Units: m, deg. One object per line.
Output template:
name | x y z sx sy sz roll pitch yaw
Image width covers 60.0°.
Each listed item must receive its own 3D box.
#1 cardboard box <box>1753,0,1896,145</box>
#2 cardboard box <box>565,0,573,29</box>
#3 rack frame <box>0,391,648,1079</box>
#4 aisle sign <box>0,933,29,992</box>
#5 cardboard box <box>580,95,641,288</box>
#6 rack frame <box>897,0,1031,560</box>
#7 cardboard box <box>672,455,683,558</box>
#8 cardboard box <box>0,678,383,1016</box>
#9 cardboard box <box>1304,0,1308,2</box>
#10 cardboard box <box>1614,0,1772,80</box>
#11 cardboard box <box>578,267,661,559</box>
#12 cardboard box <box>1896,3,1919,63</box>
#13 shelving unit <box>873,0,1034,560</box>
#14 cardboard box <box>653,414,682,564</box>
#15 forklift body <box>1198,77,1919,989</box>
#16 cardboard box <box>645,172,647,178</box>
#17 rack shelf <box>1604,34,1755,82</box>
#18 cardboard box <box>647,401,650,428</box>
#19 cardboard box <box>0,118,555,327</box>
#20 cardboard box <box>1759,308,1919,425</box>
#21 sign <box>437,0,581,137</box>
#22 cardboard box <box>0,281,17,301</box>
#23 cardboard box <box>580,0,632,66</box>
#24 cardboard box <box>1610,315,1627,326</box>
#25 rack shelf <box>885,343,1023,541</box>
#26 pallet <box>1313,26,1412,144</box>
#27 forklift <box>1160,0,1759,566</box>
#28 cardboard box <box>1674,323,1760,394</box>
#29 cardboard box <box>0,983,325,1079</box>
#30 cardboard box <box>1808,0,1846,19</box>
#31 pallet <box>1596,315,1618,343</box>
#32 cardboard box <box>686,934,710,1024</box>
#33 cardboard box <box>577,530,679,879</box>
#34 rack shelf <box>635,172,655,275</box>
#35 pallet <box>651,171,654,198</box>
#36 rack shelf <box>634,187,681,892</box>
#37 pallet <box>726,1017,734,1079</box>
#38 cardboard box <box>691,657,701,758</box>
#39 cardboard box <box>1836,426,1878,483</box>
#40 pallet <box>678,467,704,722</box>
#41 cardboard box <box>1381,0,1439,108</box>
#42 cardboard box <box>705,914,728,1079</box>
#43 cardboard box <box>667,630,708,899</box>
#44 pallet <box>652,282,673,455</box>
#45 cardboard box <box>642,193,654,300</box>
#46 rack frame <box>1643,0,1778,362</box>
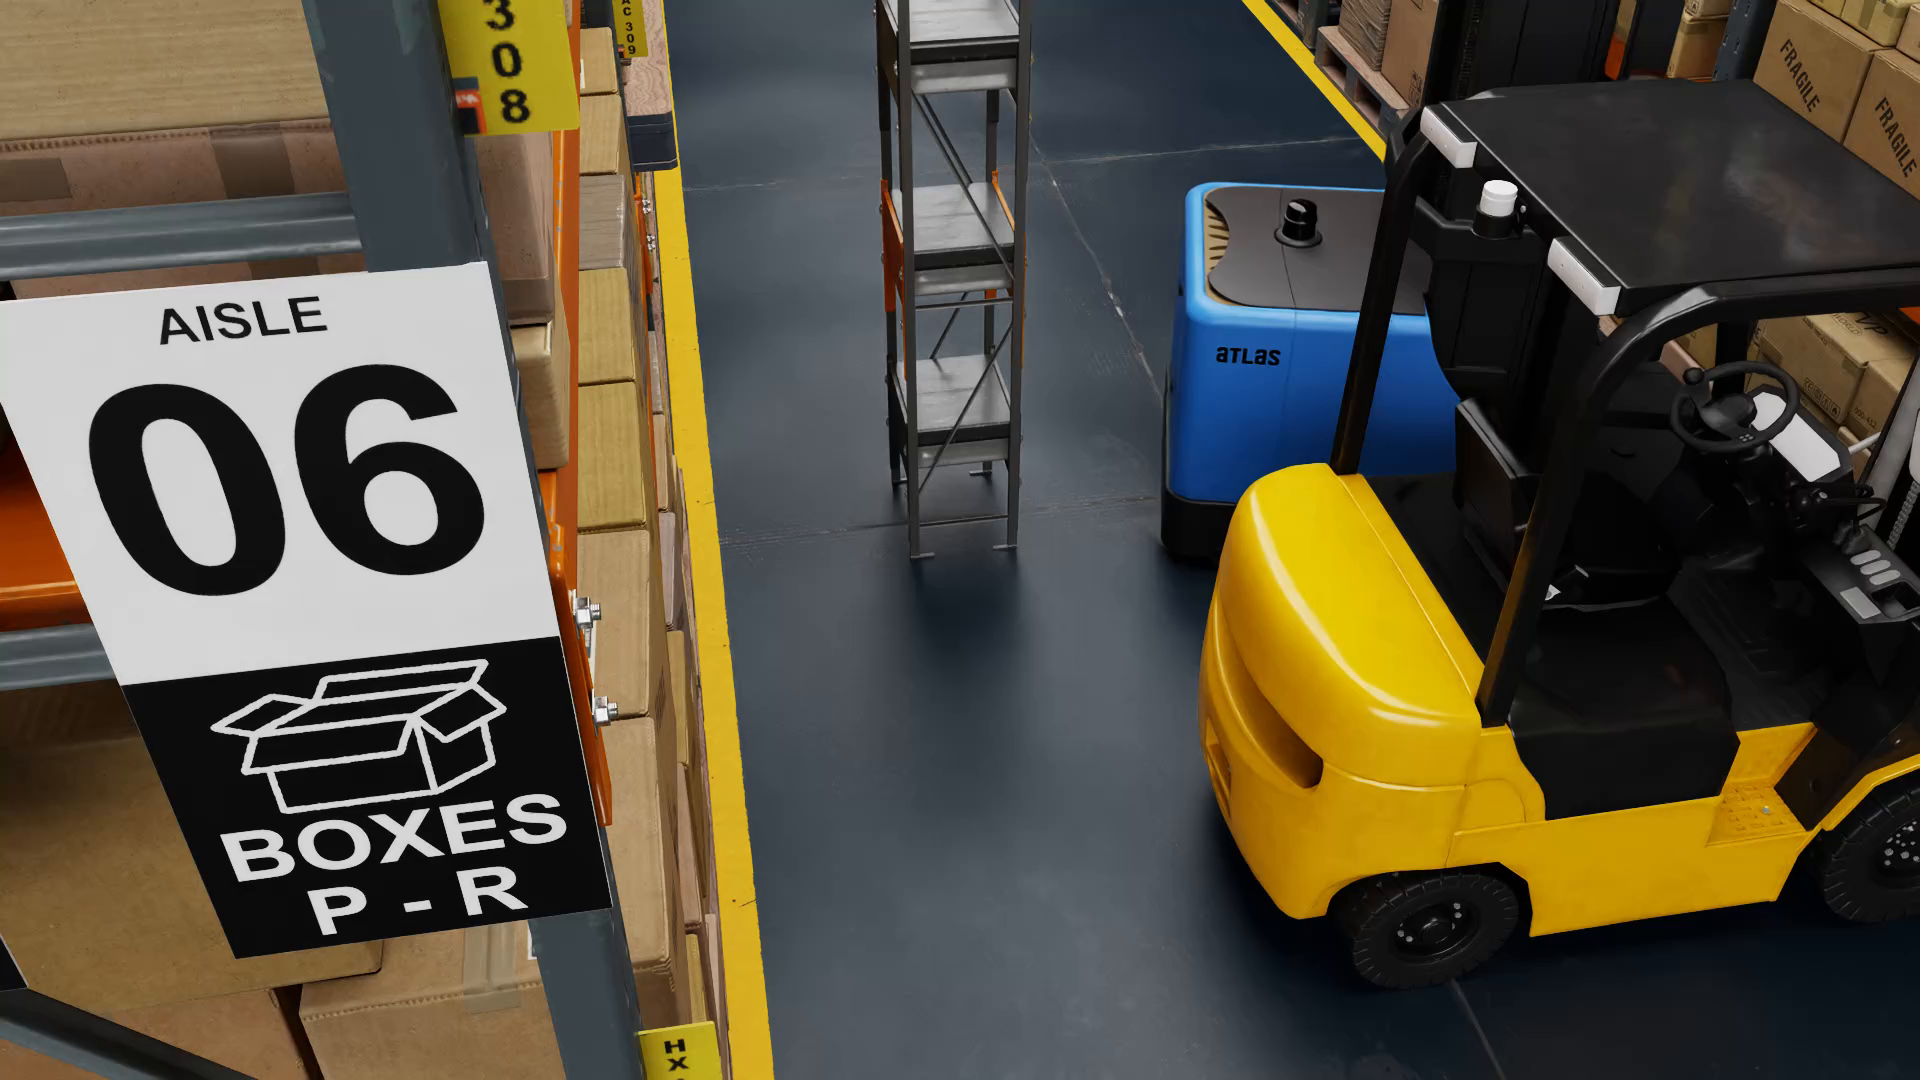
cardboard box | 3.117 -1.563 5.735 0.500 0.500 0.500 -7 38 -9
cardboard box | -0.857 -0.968 2.811 0.380 0.149 0.250 -6 38 -7
rack frame | -0.888 1.133 2.347 1.000 3.000 0.127 -6 38 -8
aisle sign | -1.163 0.175 1.461 0.394 0.787 0.004 -6 38 -8
cardboard box | -1.170 -0.889 4.625 0.500 0.500 0.500 -5 38 -6
rack frame | 0.014 -0.782 5.545 0.400 2.100 0.015 -6 38 -8
cardboard box | -1.221 -0.035 5.749 0.500 0.250 0.500 -5 38 -6
cardboard box | -1.193 0.296 2.285 0.700 0.500 0.500 -7 38 -9
cardboard box | 2.309 -3.647 10.194 0.500 0.500 0.500 -5 38 -7
cardboard box | 2.951 -2.037 6.549 0.500 0.250 0.500 -5 38 -7
cardboard box | -0.980 -0.267 3.824 0.500 0.500 0.500 -7 38 -9
cardboard box | 3.213 -1.584 5.233 0.380 0.149 0.250 -6 38 -8
shelving unit | -0.029 -0.929 5.735 0.431 2.100 0.503 -6 38 -8
cardboard box | -1.131 -0.024 5.124 0.500 0.500 0.500 -6 38 -7
forklift body | 1.869 -0.018 4.519 2.313 2.155 1.214 -6 38 -8
cardboard box | -2.064 -2.040 8.231 0.950 0.372 0.625 -7 38 -9
rack shelf | 2.946 -2.743 7.923 1.077 0.370 4.000 -6 38 -8
cardboard box | -1.052 -0.410 4.537 0.380 0.149 0.250 -7 38 -9
cardboard box | -0.714 -0.443 1.810 0.500 0.250 0.500 -7 38 -9
cardboard box | 3.152 -0.659 5.737 0.500 0.250 0.500 -6 38 -8
sign | -0.354 -0.456 1.234 0.100 0.325 0.005 -6 38 -8
cardboard box | -1.243 -0.390 1.742 0.500 0.250 0.500 -7 38 -9
cardboard box | -1.390 -1.920 5.610 0.500 0.500 0.500 -5 38 -7
cardboard box | 3.194 -1.362 7.151 0.875 0.625 0.625 -5 38 -6
rack shelf | -0.029 -0.366 6.172 0.431 0.518 0.480 -6 38 -8
pallet | 2.701 -2.633 9.467 1.003 0.211 1.213 -6 38 -8
forklift | 2.292 -1.273 5.499 3.031 2.935 1.130 4 38 5
cardboard box | 3.077 -0.772 6.290 0.500 0.250 0.500 -6 38 -8
cardboard box | -1.255 0.677 2.609 0.500 0.500 0.500 -7 38 -9
cardboard box | 3.093 -1.894 5.633 0.380 0.149 0.250 -7 38 -9
pallet | 3.129 -1.159 7.570 1.003 0.211 1.213 -6 38 -8
cardboard box | -0.762 1.225 3.516 0.500 0.500 0.500 -7 38 -9
cardboard box | -0.792 0.347 3.034 0.500 0.500 0.500 -5 38 -7
rack shelf | -1.940 -2.207 7.233 1.077 0.370 4.000 -6 38 -8
pallet | -2.155 -2.126 8.815 1.003 0.211 1.213 -6 38 -8
rack shelf | -1.239 0.209 4.123 1.077 0.370 4.000 -6 38 -8
pallet | -1.009 1.693 3.898 1.003 0.211 1.213 -6 38 -8
cardboard box | -1.034 0.593 4.941 0.500 0.250 0.500 -6 38 -7
cardboard box | 3.244 -0.163 5.506 0.500 0.250 0.500 -7 38 -8
pallet | -1.437 0.220 5.795 1.003 0.211 1.213 -6 38 -8
cardboard box | 2.813 -2.692 8.863 0.875 0.625 0.625 -5 38 -6
cardboard box | -0.840 1.226 4.125 0.500 0.250 0.500 -5 38 -6
cardboard box | -0.938 0.606 4.313 0.500 0.500 0.500 -6 38 -7
pallet | -1.728 -0.652 6.918 1.003 0.211 1.213 -6 38 -8
cardboard box | -1.813 -1.162 7.100 0.950 0.372 0.625 -4 38 -5
rack frame | 3.296 -1.820 6.147 1.000 3.000 0.127 -6 38 -8
